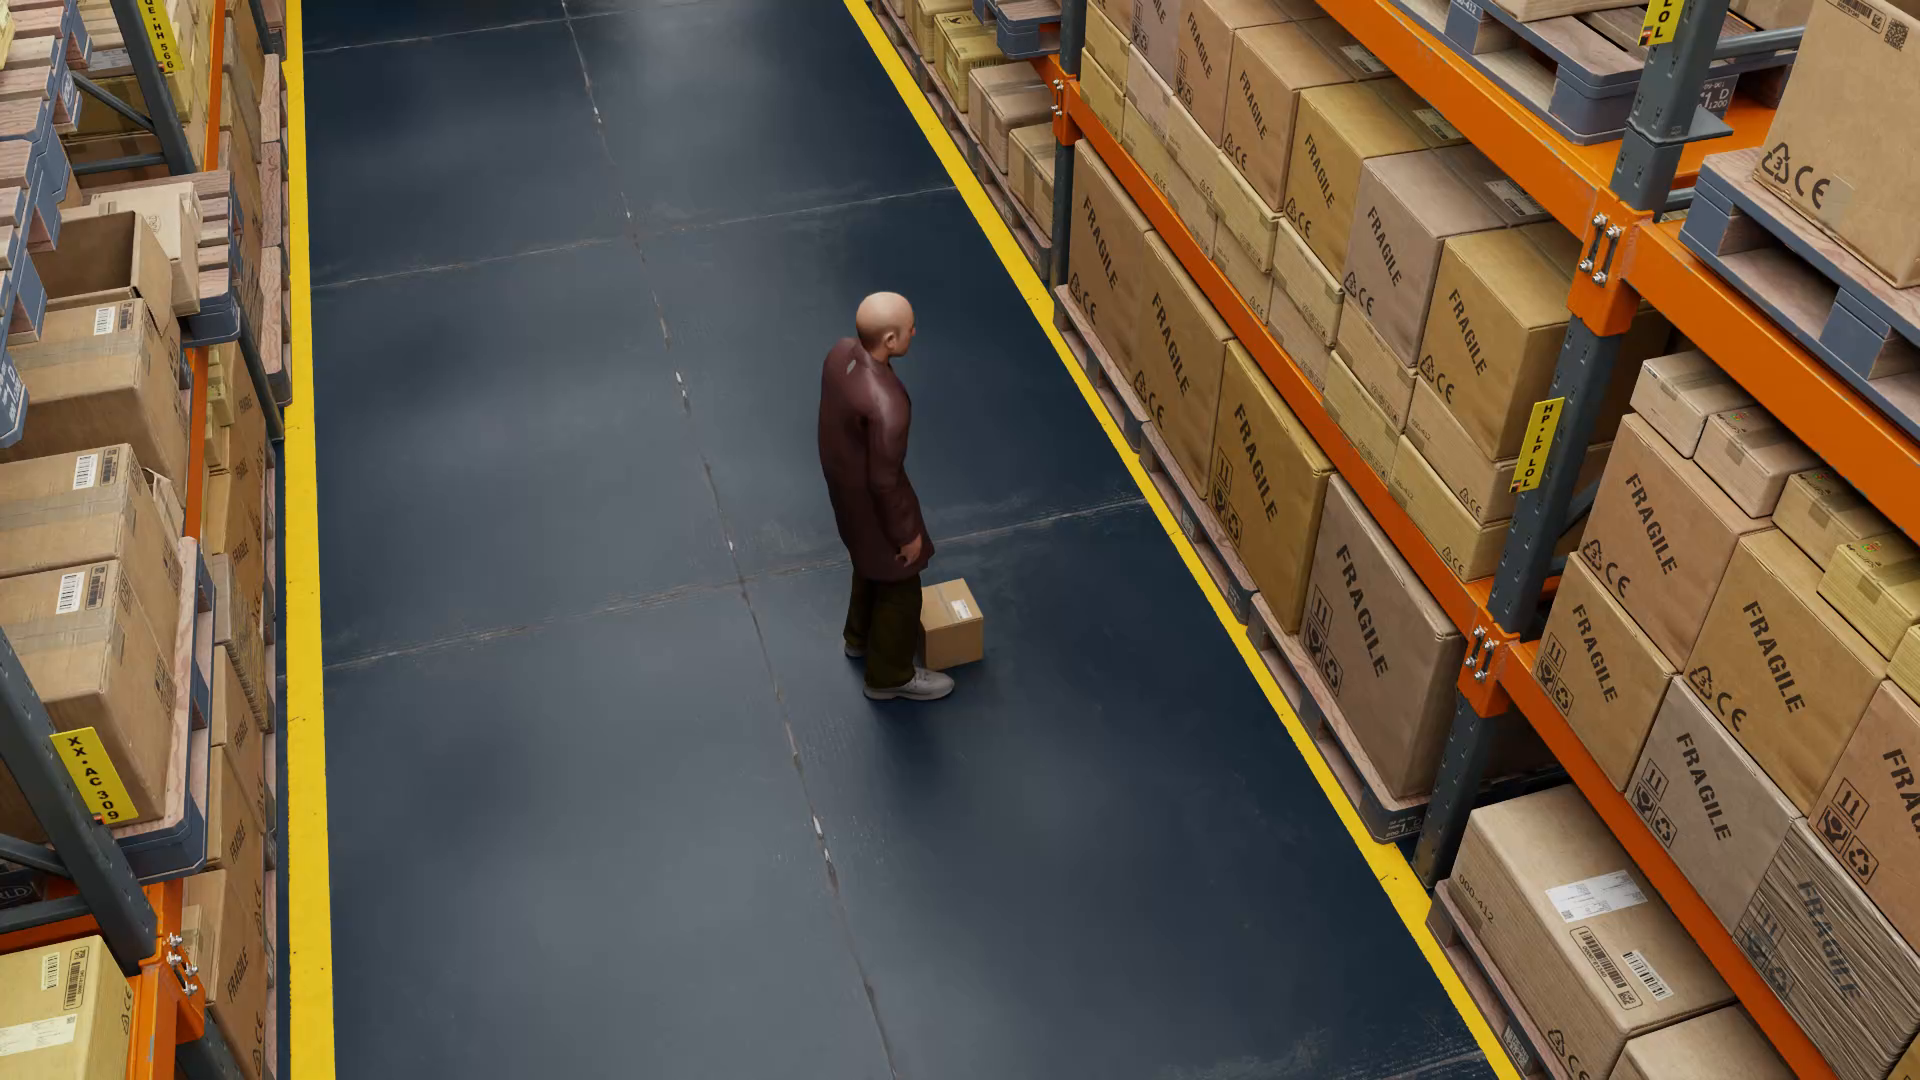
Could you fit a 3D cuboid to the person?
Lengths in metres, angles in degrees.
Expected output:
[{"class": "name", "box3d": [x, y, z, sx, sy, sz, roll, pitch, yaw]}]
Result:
[{"class": "person", "box3d": [-0.304, -0.164, 6.356, 0.429, 1.772, 0.643, -14, 44, -15]}]
